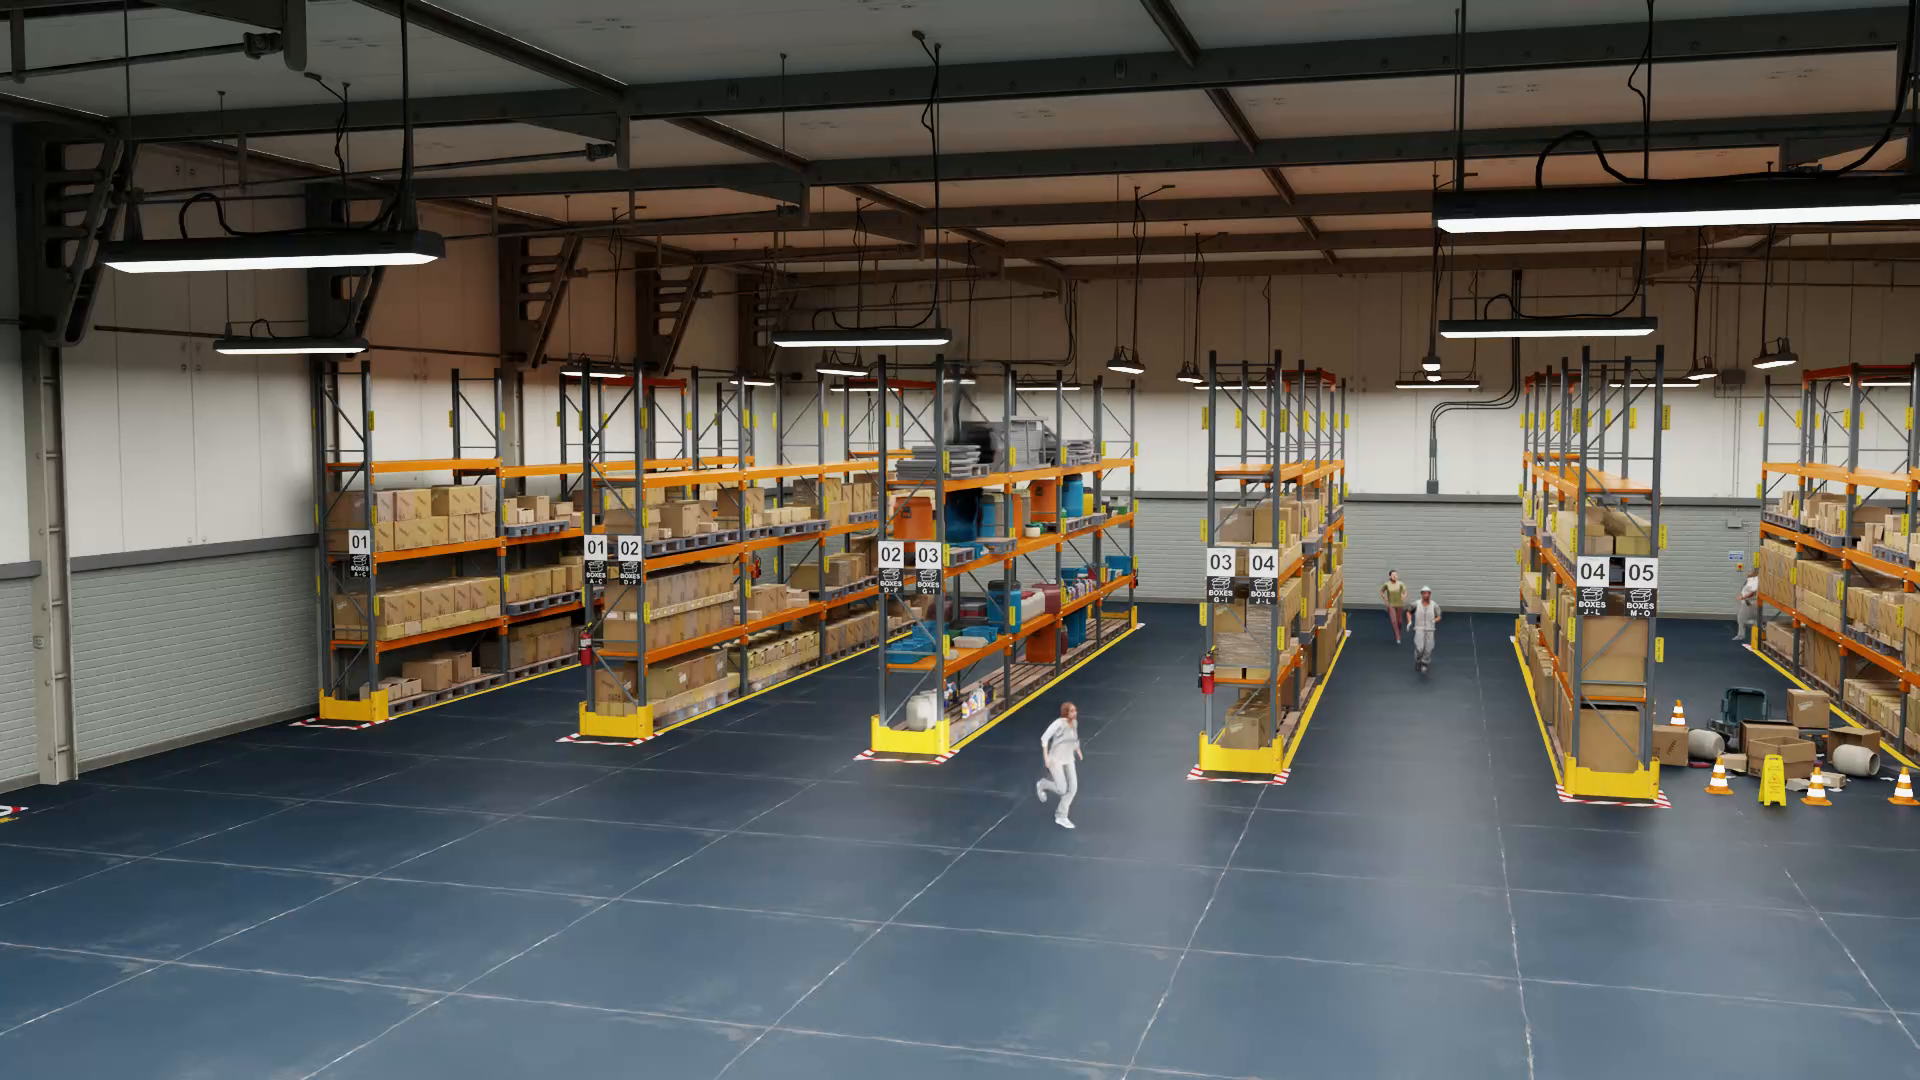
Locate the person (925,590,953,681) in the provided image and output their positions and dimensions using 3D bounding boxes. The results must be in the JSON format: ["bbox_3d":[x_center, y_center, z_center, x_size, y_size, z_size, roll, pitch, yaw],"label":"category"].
[{"bbox_3d":[-0.347,1.913,32.457,0.725,1.561,0.984,1,4,17],"label":"person"}]

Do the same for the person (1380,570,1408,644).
[{"bbox_3d":[9.796,1.493,37.549,0.594,1.639,0.835,1,4,7],"label":"person"}]

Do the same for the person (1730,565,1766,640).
[{"bbox_3d":[17.921,1.445,37.749,0.772,1.767,0.701,3,5,32],"label":"person"}]

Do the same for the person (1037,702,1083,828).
[{"bbox_3d":[1.222,2.770,20.711,0.565,1.561,0.662,-3,5,-40],"label":"person"}]

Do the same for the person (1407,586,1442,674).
[{"bbox_3d":[9.122,1.785,32.658,0.664,1.739,0.603,1,4,10],"label":"person"}]
